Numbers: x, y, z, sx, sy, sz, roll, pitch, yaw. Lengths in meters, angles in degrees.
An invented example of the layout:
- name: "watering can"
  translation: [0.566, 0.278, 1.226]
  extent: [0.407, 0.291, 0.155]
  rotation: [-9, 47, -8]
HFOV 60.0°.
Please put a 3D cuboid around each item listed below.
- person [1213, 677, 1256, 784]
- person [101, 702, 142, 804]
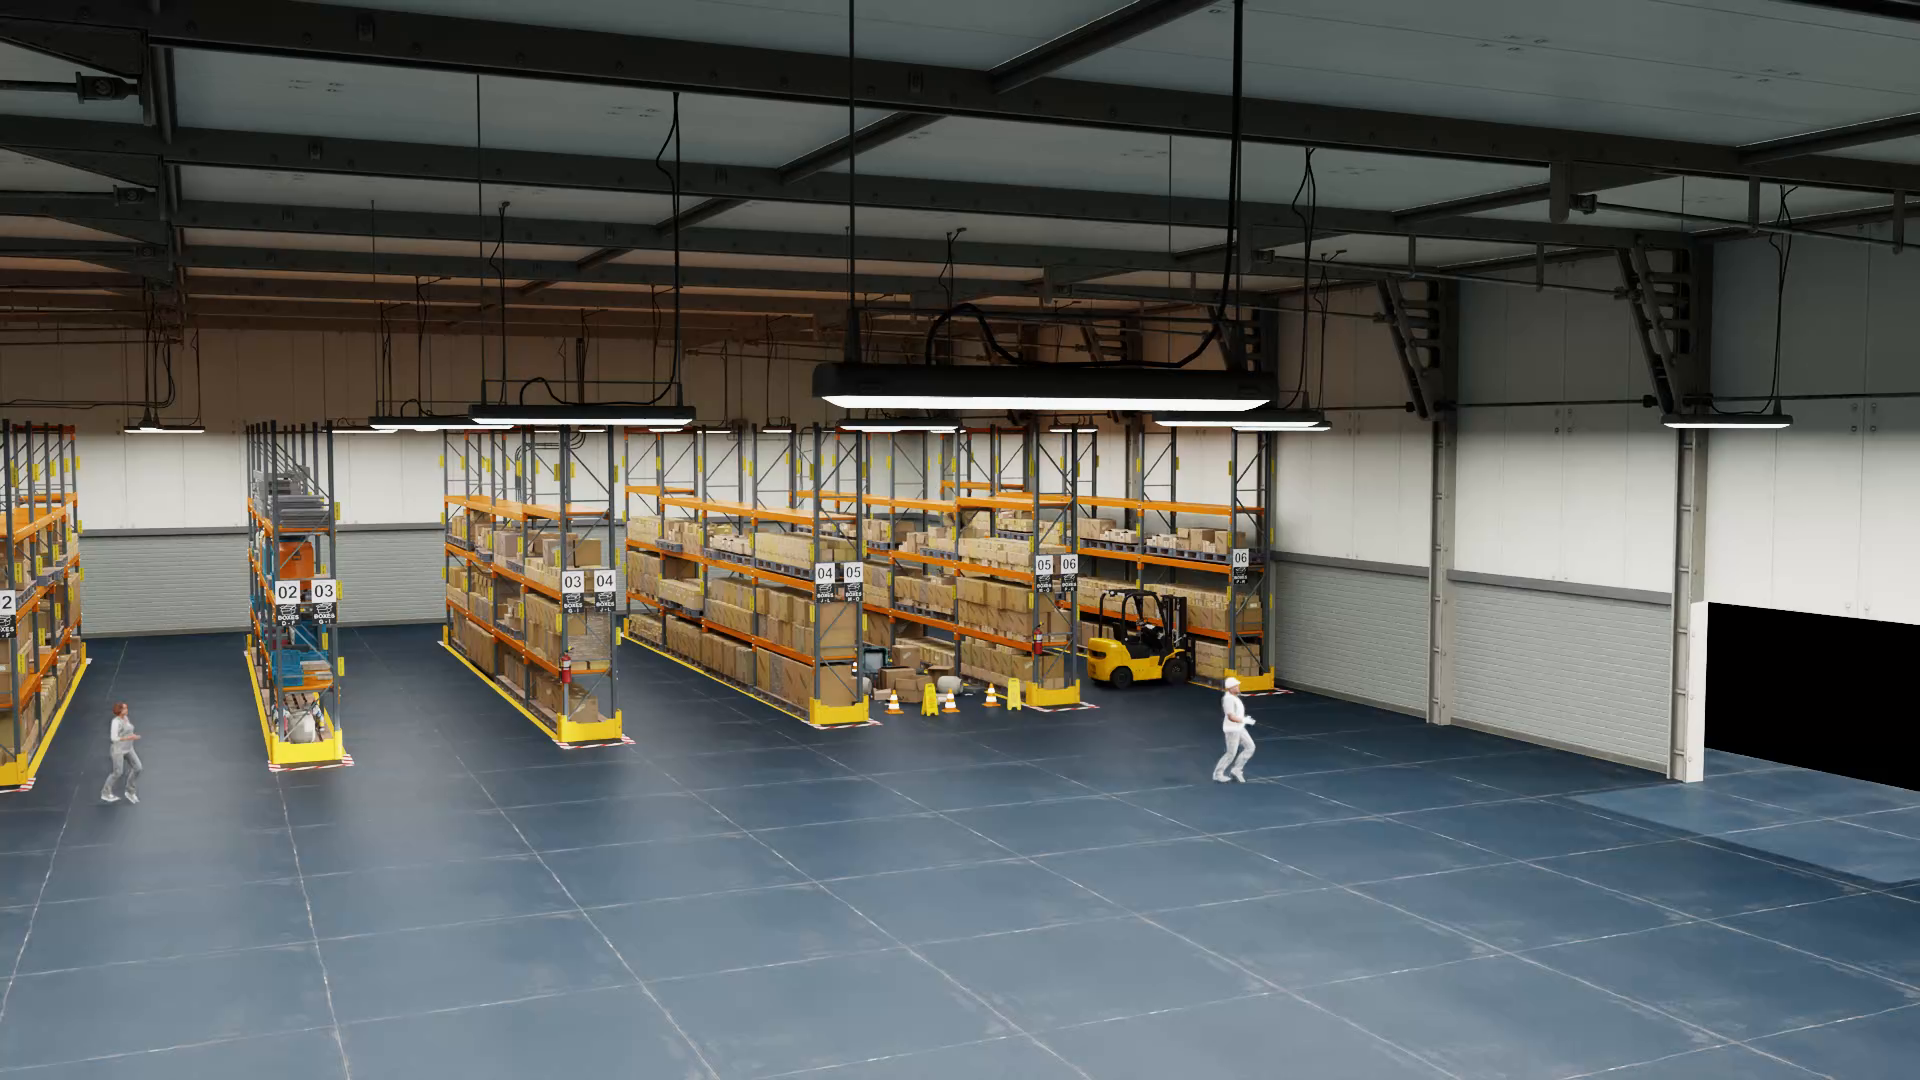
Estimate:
- name: "person"
  translation: [4.529, 3.140, 27.380]
  extent: [0.705, 1.782, 0.693]
  rotation: [1, 4, 20]
- name: "person"
  translation: [-12.999, 3.317, 25.789]
  extent: [0.702, 1.631, 0.513]
  rotation: [0, 4, 7]
